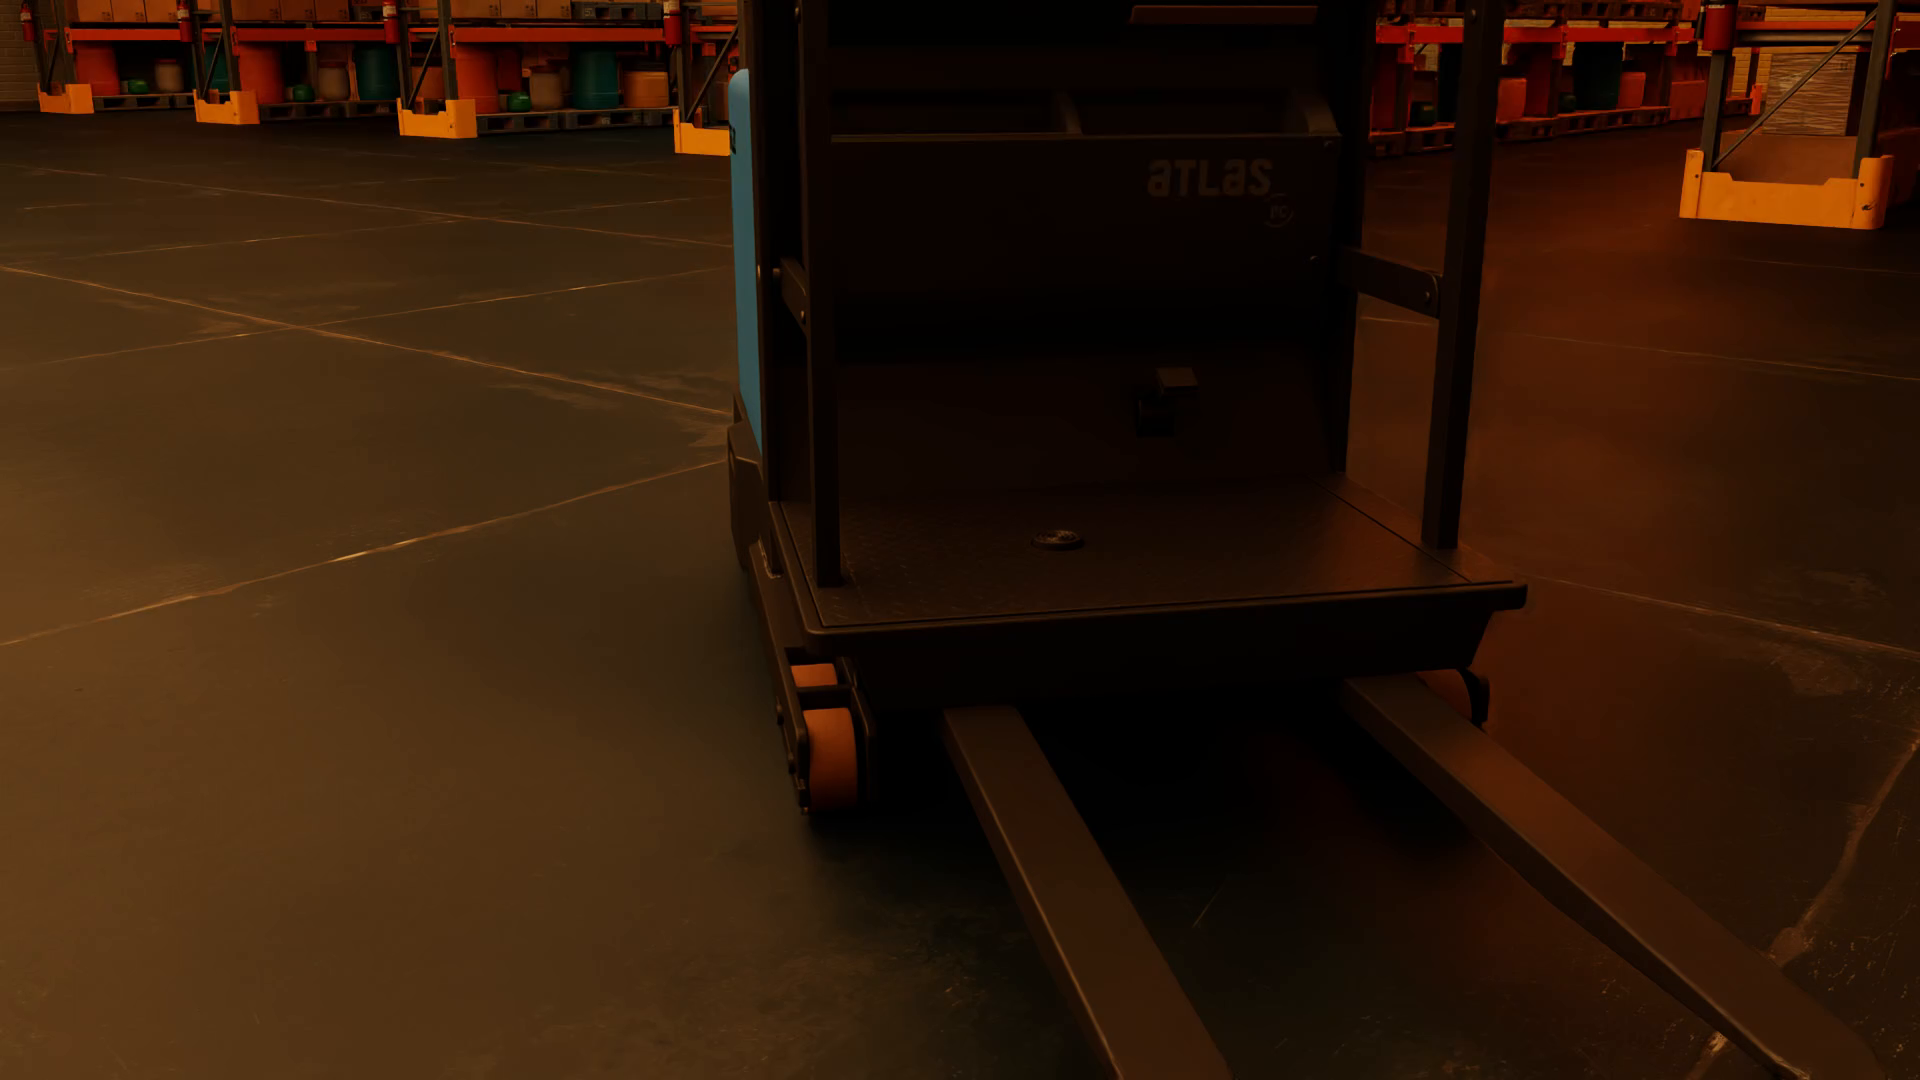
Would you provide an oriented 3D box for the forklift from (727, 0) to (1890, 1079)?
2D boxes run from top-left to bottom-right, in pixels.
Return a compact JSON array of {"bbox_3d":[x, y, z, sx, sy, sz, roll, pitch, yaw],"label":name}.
[{"bbox_3d":[0.233,-1.097,2.511,1.130,2.935,3.031,-3,17,-11],"label":"forklift"}]
